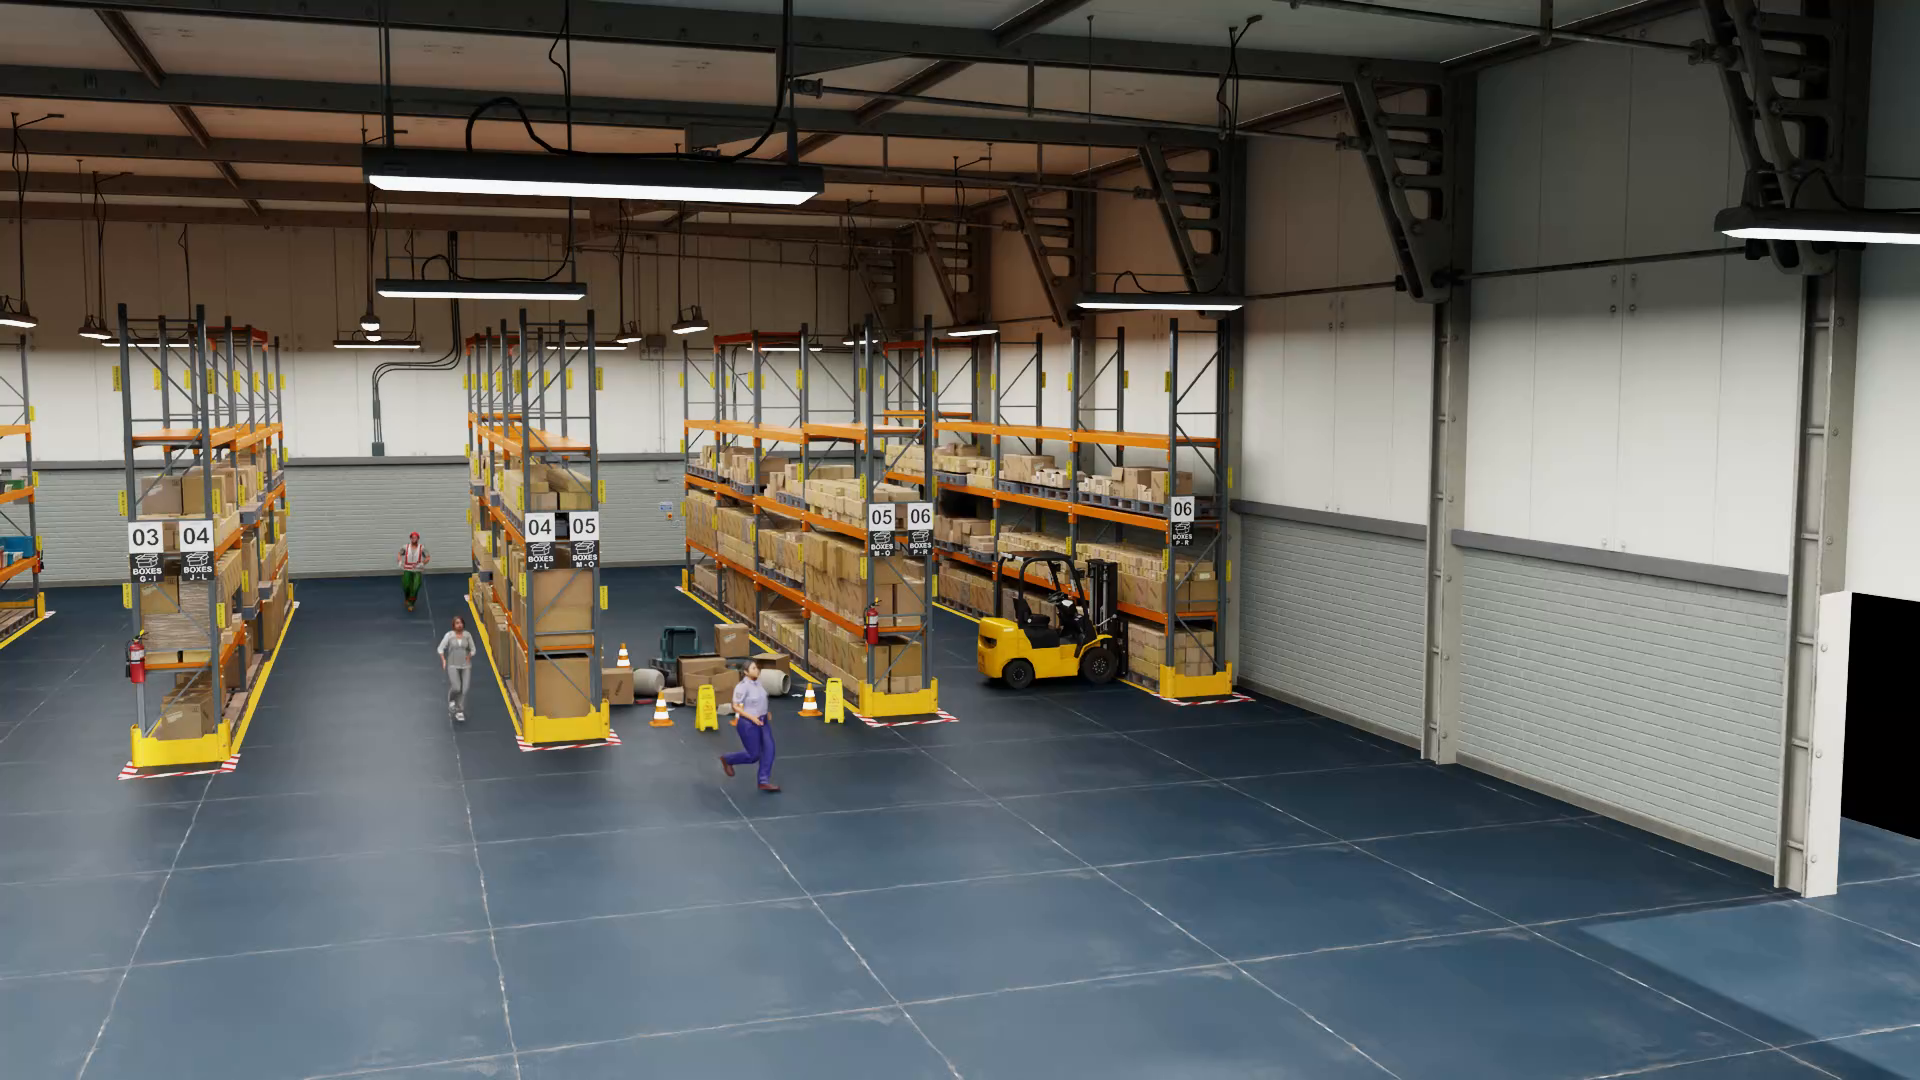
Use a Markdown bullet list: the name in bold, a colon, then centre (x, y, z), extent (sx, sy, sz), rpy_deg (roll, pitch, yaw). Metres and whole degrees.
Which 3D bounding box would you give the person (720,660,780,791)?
- **person**: centre (-2.560, 2.272, 20.488), extent (0.764, 1.604, 0.622), rpy_deg (3, 6, 26)

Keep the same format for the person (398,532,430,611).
- **person**: centre (-11.955, 0.683, 36.399), extent (0.691, 1.735, 0.532), rpy_deg (-1, 6, -12)

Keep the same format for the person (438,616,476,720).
- **person**: centre (-7.406, 1.900, 24.583), extent (0.530, 1.558, 0.537), rpy_deg (-3, 6, -28)
